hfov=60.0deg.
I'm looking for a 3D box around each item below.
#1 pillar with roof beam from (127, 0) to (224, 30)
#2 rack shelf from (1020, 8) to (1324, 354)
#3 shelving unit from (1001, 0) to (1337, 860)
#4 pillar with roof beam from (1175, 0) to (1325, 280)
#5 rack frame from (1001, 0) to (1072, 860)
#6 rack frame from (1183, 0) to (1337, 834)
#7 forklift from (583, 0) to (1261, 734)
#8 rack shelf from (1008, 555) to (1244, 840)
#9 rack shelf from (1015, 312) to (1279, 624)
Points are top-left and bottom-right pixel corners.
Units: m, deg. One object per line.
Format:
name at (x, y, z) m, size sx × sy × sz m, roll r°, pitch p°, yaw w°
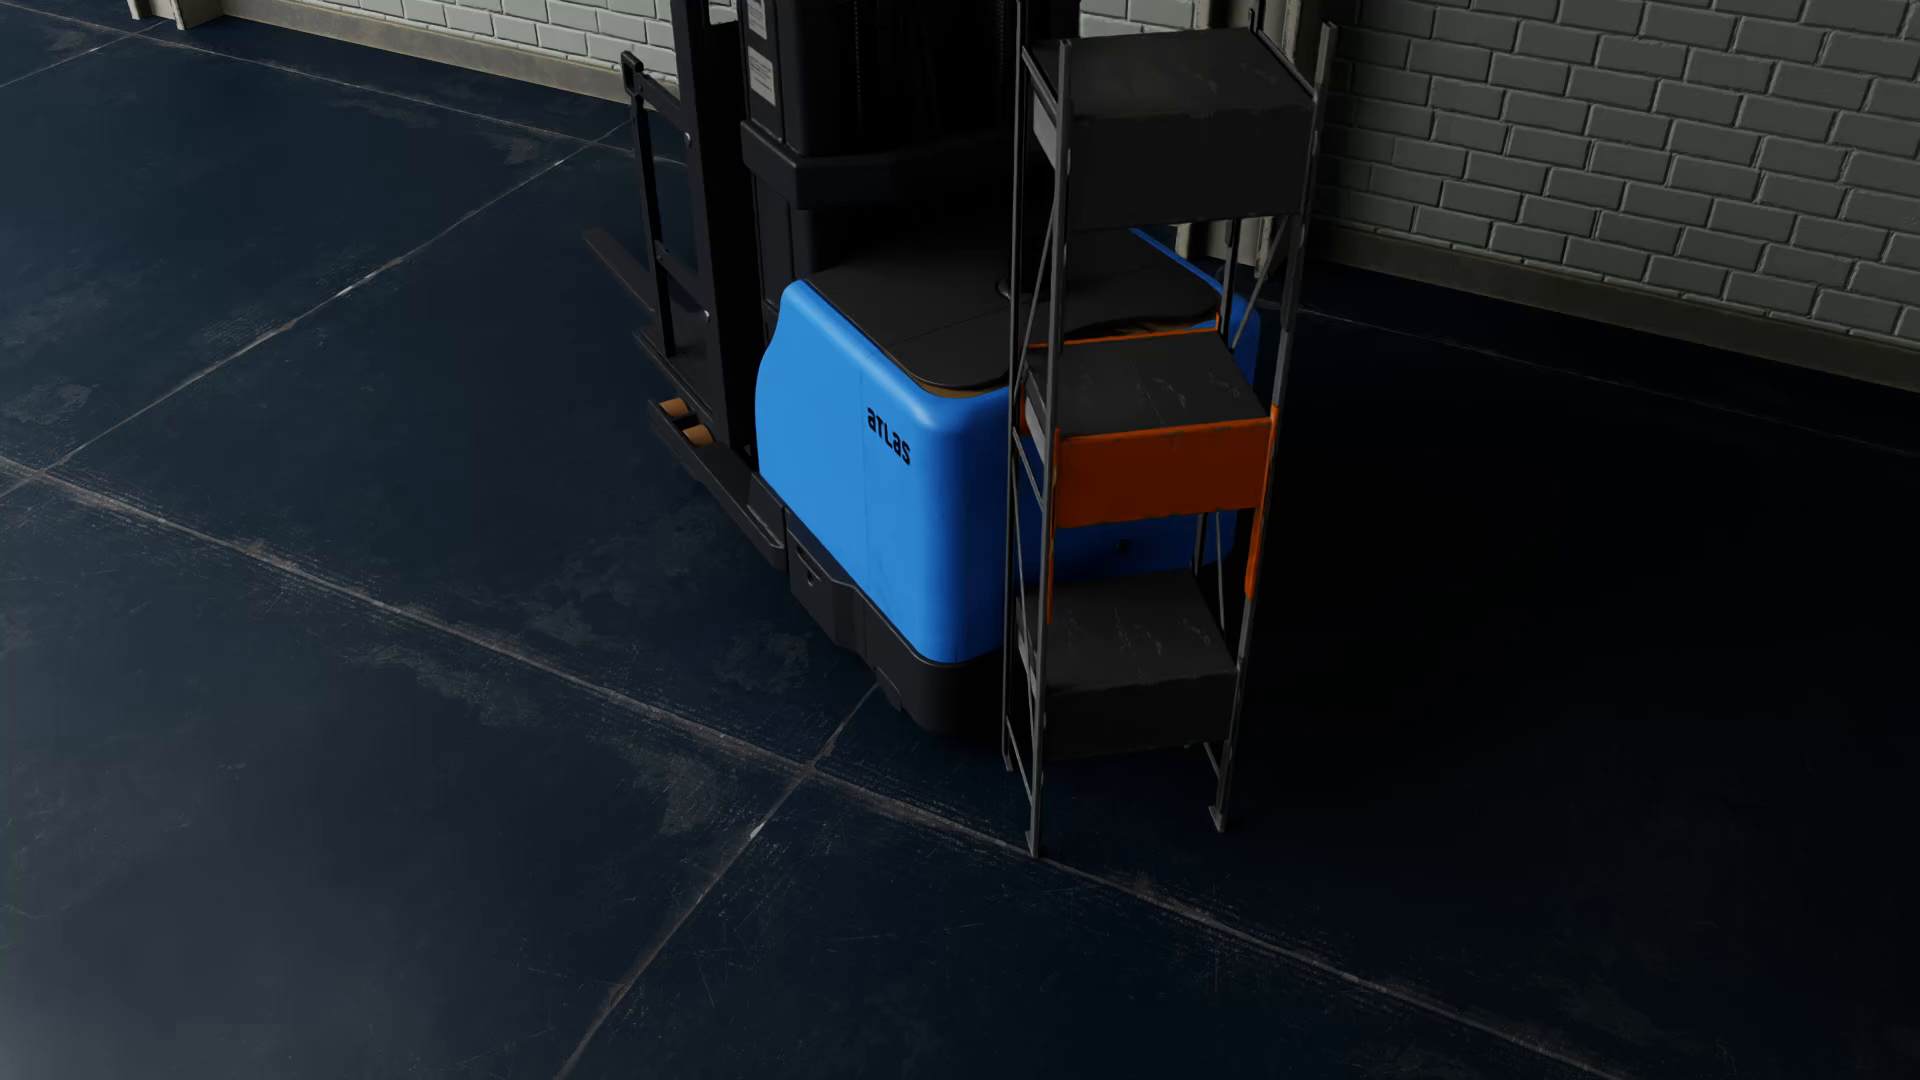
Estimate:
pillar with roof beam at (-6.191, -4.110, 3.222) m, size 0.400 × 9.000 × 9.100 m, roll 17°, pitch 41°, yaw 21°
rack shelf at (0.395, -0.723, 3.331) m, size 0.480 × 0.518 × 0.431 m, roll -6°, pitch 38°, yaw -8°
shelving unit at (0.395, -0.177, 3.746) m, size 0.503 × 2.100 × 0.431 m, roll -6°, pitch 38°, yaw -8°
pillar with roof beam at (-0.863, -2.442, 1.024) m, size 0.400 × 9.000 × 9.100 m, roll 17°, pitch 41°, yaw 21°
rack frame at (0.155, -0.150, 3.711) m, size 0.015 × 2.100 × 0.400 m, roll -6°, pitch 38°, yaw -8°
rack frame at (0.635, -0.203, 3.781) m, size 0.015 × 2.100 × 0.400 m, roll -6°, pitch 38°, yaw -8°
forklift at (-0.399, -1.513, 4.820) m, size 1.130 × 2.935 × 3.031 m, roll -20°, pitch 42°, yaw -24°
rack shelf at (0.395, 0.392, 4.178) m, size 0.480 × 0.518 × 0.431 m, roll -6°, pitch 38°, yaw -8°
rack shelf at (0.395, -0.166, 3.754) m, size 0.480 × 0.518 × 0.431 m, roll -6°, pitch 38°, yaw -8°
